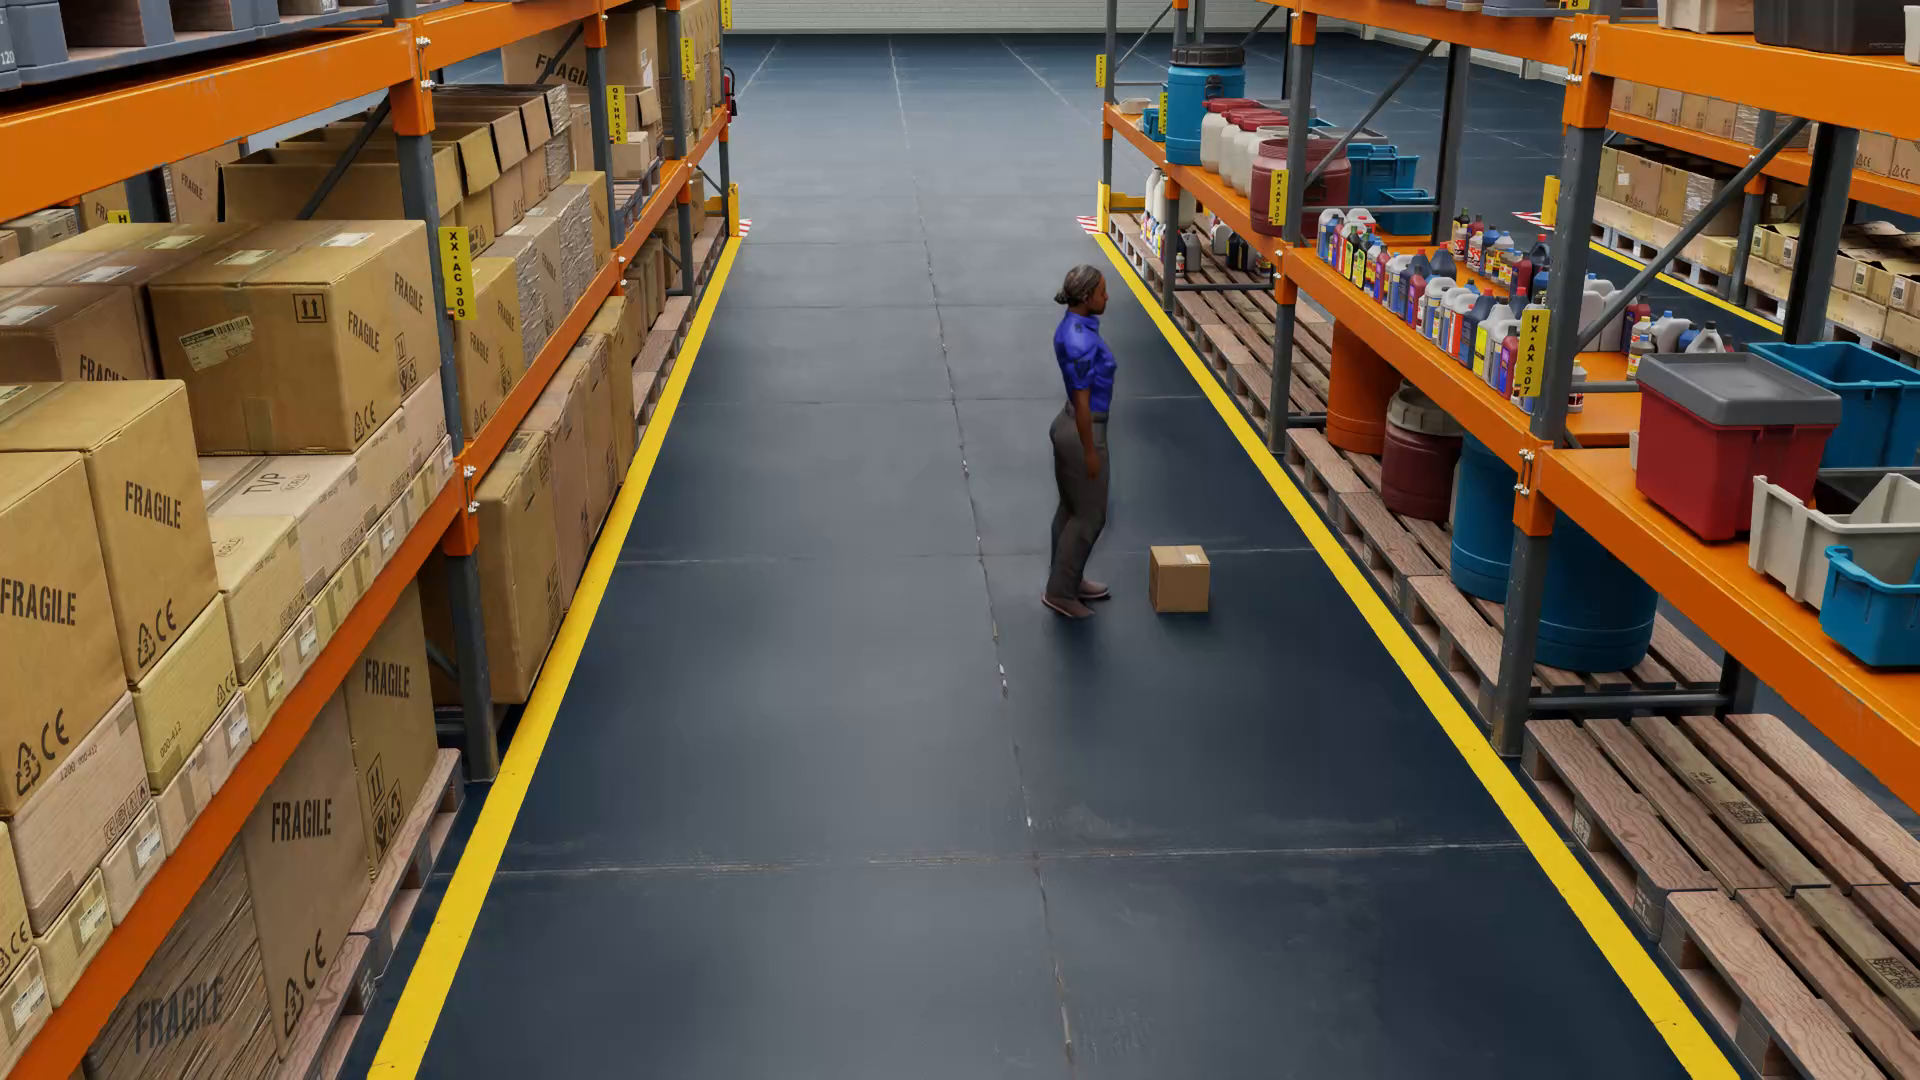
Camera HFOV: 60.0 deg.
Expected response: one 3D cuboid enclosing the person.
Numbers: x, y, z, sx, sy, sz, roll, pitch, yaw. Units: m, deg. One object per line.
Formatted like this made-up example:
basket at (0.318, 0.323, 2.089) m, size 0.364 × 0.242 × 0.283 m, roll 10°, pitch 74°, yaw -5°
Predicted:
person at (0.563, -0.446, 7.830) m, size 0.351 × 1.718 × 0.450 m, roll -1°, pitch 21°, yaw -2°
